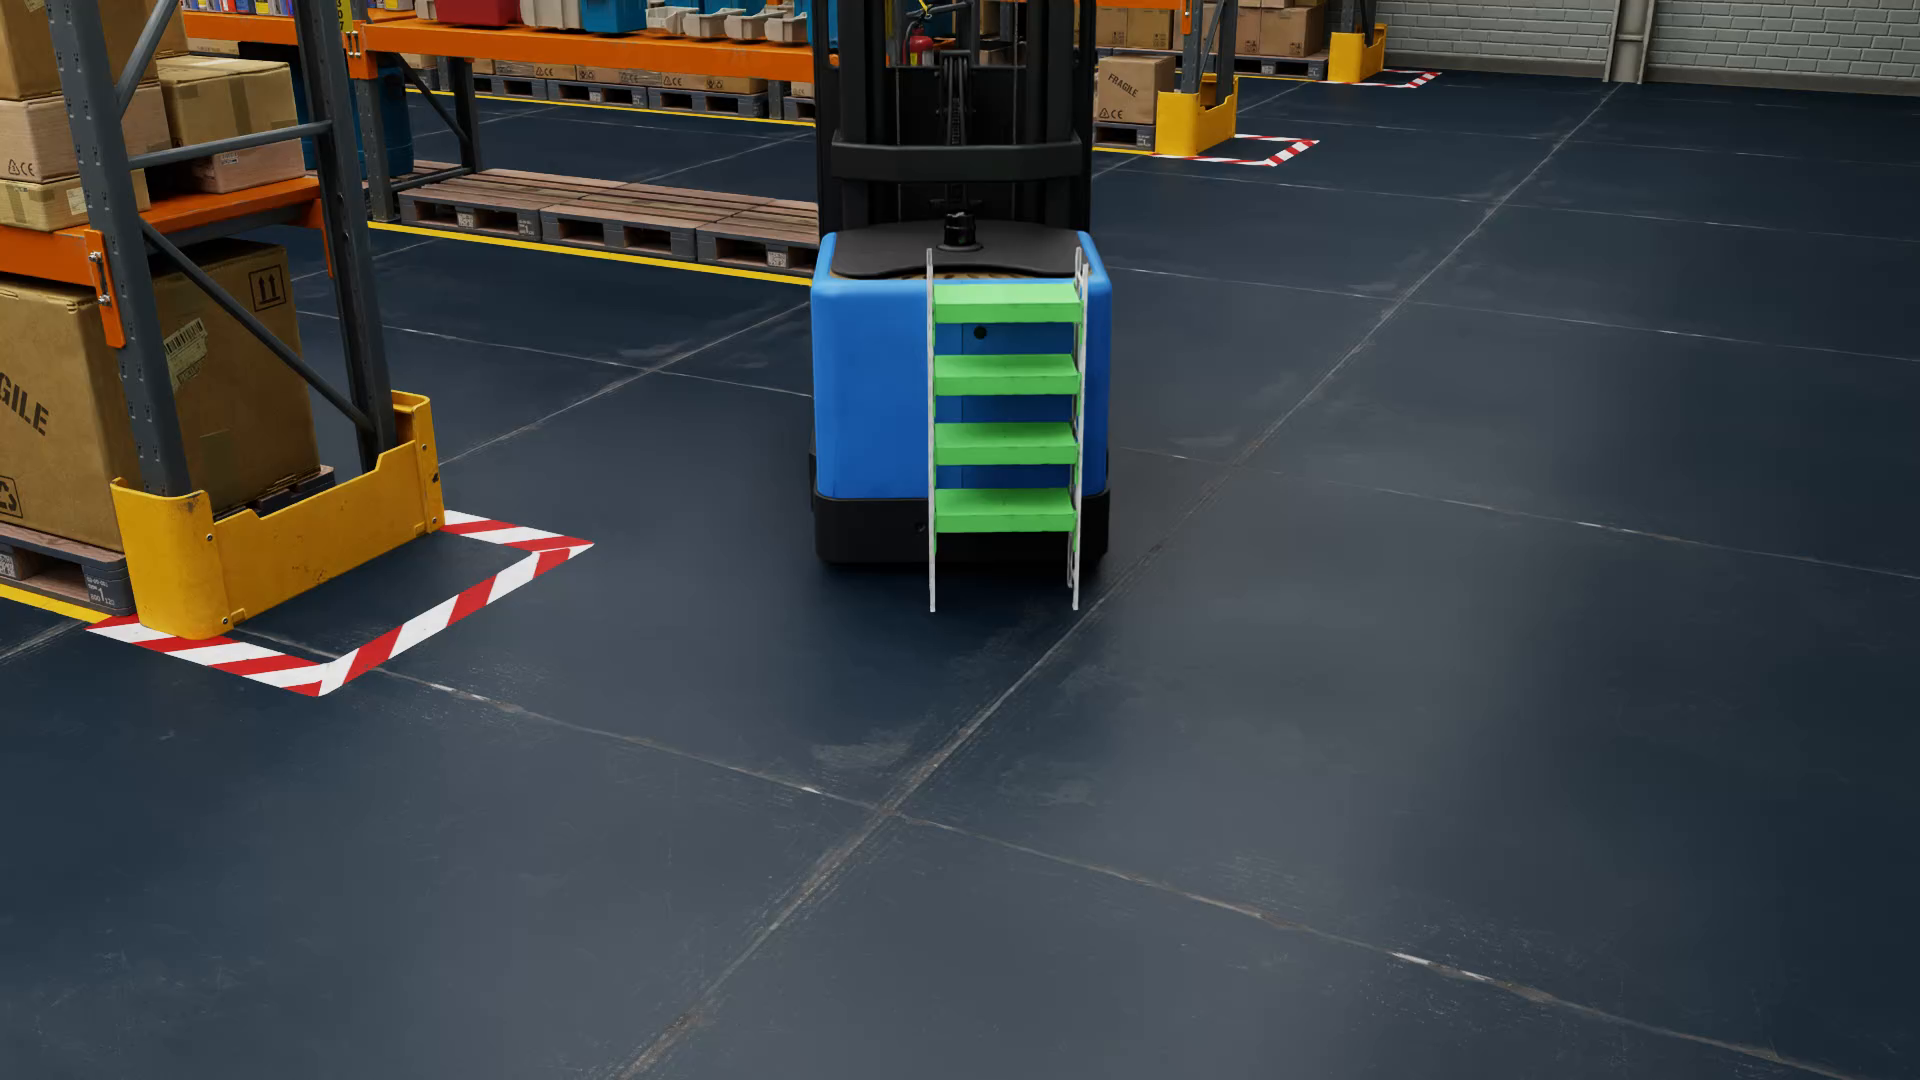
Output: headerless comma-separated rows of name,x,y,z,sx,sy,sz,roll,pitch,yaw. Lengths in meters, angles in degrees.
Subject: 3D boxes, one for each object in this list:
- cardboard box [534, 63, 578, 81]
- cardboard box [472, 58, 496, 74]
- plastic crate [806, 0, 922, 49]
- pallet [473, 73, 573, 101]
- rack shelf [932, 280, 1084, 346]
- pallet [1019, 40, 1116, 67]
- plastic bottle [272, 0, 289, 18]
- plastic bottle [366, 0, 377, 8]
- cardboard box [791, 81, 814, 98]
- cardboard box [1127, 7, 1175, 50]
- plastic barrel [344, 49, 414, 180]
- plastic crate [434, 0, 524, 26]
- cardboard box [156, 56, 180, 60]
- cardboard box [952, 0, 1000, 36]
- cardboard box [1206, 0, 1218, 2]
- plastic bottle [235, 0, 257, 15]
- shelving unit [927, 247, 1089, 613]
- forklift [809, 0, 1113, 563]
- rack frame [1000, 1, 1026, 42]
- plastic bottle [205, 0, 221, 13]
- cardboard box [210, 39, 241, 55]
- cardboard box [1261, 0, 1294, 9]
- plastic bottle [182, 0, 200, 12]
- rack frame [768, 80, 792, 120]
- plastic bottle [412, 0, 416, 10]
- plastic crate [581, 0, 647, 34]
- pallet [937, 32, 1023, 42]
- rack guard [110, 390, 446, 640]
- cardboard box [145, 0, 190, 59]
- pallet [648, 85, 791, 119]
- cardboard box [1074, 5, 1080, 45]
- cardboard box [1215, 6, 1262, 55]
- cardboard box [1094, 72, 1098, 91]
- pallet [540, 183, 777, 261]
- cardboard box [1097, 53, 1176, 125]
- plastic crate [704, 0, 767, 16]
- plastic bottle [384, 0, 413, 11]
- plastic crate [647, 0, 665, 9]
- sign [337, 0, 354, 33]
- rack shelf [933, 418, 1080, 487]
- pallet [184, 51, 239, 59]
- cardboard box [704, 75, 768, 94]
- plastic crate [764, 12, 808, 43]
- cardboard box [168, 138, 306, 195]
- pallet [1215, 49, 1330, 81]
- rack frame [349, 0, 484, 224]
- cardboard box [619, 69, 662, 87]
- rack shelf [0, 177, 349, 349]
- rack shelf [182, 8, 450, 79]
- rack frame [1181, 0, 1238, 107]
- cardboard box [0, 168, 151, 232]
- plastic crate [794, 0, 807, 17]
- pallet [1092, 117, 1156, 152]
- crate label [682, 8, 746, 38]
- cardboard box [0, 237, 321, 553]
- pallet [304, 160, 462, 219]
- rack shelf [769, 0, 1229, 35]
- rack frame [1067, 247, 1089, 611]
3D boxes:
cardboard box,-3.868,-4.842,16.436,0.500,0.500,0.500,11,25,24
cardboard box,-4.783,-5.023,16.861,0.500,0.500,0.500,12,26,27
plastic crate,-0.542,-3.047,9.461,0.499,0.435,0.616,11,25,25
pallet,-4.411,-4.723,17.086,1.213,0.211,1.003,11,25,25
rack shelf,0.148,-0.736,5.385,0.480,0.148,0.258,-1,23,-2
pallet,1.385,-5.731,19.456,1.213,0.211,1.003,11,25,25
plastic bottle,-4.552,-3.680,11.229,0.135,0.276,0.152,11,25,25
plastic bottle,-4.180,-3.925,11.811,0.097,0.271,0.097,0,23,0
cardboard box,-1.213,-4.260,15.309,0.500,0.311,0.500,11,25,25
cardboard box,2.267,-5.870,18.877,0.500,0.500,0.700,12,26,26
plastic barrel,-4.206,-3.045,11.723,0.708,0.901,0.600,11,25,25
plastic crate,-3.045,-3.528,10.553,0.583,0.464,0.402,11,25,25
cardboard box,-3.167,-1.616,6.029,0.500,0.250,0.500,11,25,24
cardboard box,0.103,-6.449,19.792,0.750,0.750,0.750,12,26,25
cardboard box,2.940,-6.126,18.650,0.250,0.149,0.380,12,26,25
plastic bottle,-4.861,-3.774,11.354,0.185,0.351,0.144,11,25,25
shelving unit,0.148,-0.353,5.548,0.503,1.200,0.258,-1,23,-2
forklift,-0.030,-1.798,6.732,1.130,2.935,3.031,-1,23,-1
rack frame,0.742,-7.176,19.290,0.127,3.000,1.000,11,25,25
plastic bottle,-5.122,-3.793,11.494,0.135,0.276,0.152,11,25,25
cardboard box,-7.926,-5.537,18.414,0.500,0.250,0.500,12,26,26
cardboard box,3.445,-5.859,18.022,0.250,0.149,0.380,11,25,24
plastic bottle,-5.329,-3.834,11.590,0.135,0.276,0.152,11,25,25
rack frame,-1.490,-5.445,15.221,0.127,3.000,1.000,11,25,25
plastic bottle,-3.863,-3.876,11.680,0.133,0.283,0.061,11,25,25
plastic crate,-2.107,-3.233,10.157,0.300,0.233,0.416,11,25,25
pallet,0.019,-6.002,20.095,1.213,0.211,1.003,11,25,25
rack guard,-2.372,-0.125,5.905,0.348,0.500,1.175,11,25,25
cardboard box,-3.146,-1.960,5.879,0.500,0.500,0.500,11,25,23
pallet,-2.233,-4.292,16.073,1.213,0.211,1.003,11,25,25
cardboard box,1.363,-6.051,19.303,0.500,0.500,0.700,12,26,25
cardboard box,3.195,-5.689,18.453,0.500,0.500,0.700,11,25,24
cardboard box,1.276,-3.959,14.678,0.500,0.250,0.500,11,25,25
pallet,-1.962,-2.101,10.921,1.213,0.211,1.003,11,25,25
cardboard box,1.483,-3.801,13.986,0.500,0.500,0.500,11,25,25
plastic crate,-1.406,-3.351,10.434,0.300,0.233,0.416,11,25,25
plastic bottle,-3.932,-3.876,11.593,0.185,0.351,0.144,11,25,25
plastic crate,-2.039,-3.419,10.718,0.466,0.136,0.293,11,25,25
sign,-2.138,-1.907,5.694,0.005,0.325,0.100,11,25,25
rack shelf,0.148,-0.295,5.573,0.480,0.148,0.258,-1,23,-2
pallet,-7.954,-5.458,18.814,1.213,0.211,1.003,11,25,25
cardboard box,-2.060,-4.484,15.593,0.500,0.500,0.500,11,25,24
plastic crate,-0.968,-2.996,9.723,0.243,0.136,0.396,11,25,25
cardboard box,-2.561,-1.342,5.894,0.250,0.149,0.380,12,26,25
pallet,3.562,-5.300,18.443,1.213,0.211,1.003,11,25,25
rack frame,-3.728,-3.716,11.154,0.127,3.000,1.000,11,25,25
cardboard box,-2.945,-4.663,16.014,0.500,0.500,0.500,12,26,25
rack shelf,-4.178,-1.302,6.397,4.000,0.370,1.077,11,25,25
rack shelf,-5.513,-3.738,12.126,4.000,0.370,1.077,11,25,25
rack frame,2.080,-4.739,13.560,0.127,3.000,1.000,11,25,25
cardboard box,-2.860,-1.112,5.353,0.250,0.149,0.380,12,26,26
plastic crate,-0.818,-3.235,10.161,0.300,0.233,0.416,11,25,25
pallet,1.300,-3.609,14.467,1.213,0.211,1.003,11,25,25
crate label,-1.480,-3.093,9.951,0.243,0.136,0.396,11,25,25
cardboard box,-3.001,-0.580,5.960,0.875,0.875,0.875,11,25,25
pallet,-4.398,-2.583,12.055,1.213,0.211,1.003,11,25,25
rack shelf,0.295,-4.761,14.531,4.000,0.370,1.077,11,25,25
rack frame,0.391,-0.357,5.556,0.015,1.200,0.240,-1,23,-2
